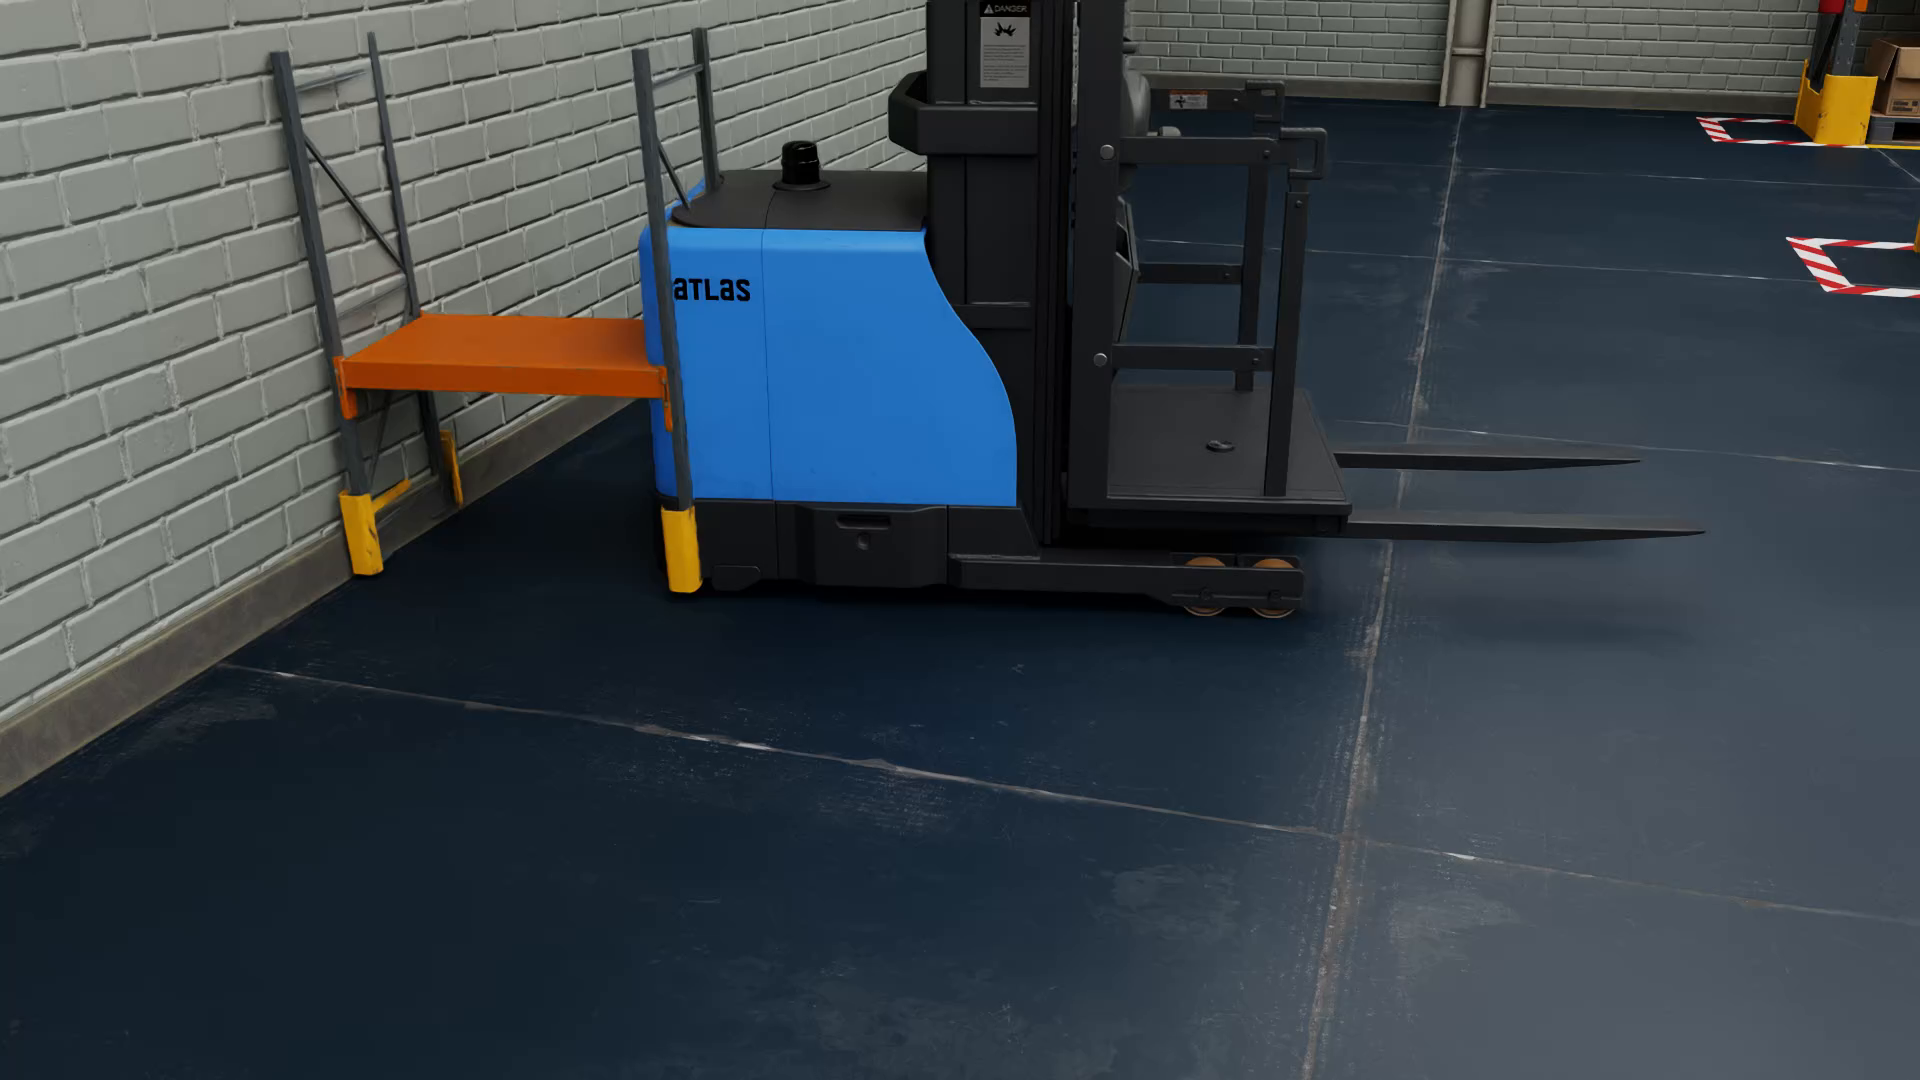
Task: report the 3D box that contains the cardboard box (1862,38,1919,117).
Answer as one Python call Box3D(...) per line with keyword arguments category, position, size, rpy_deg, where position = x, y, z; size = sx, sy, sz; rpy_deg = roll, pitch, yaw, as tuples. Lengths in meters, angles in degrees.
Box3D(category="cardboard box", position=(7.284, -3.519, 12.633), size=(0.637, 0.503, 0.797), rpy_deg=(6, 23, 13))

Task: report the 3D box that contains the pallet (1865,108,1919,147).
Box3D(category="pallet", position=(7.562, -3.196, 12.783), size=(1.213, 0.211, 1.003), rpy_deg=(7, 23, 16))

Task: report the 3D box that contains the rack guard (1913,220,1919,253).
Box3D(category="rack guard", position=(5.272, -1.624, 8.570), size=(0.348, 0.500, 1.175), rpy_deg=(7, 23, 16))

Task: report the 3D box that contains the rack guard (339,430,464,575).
Box3D(category="rack guard", position=(-1.727, -0.126, 5.172), size=(0.087, 0.250, 0.587), rpy_deg=(3, 24, 11))

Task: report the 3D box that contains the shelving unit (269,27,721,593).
Box3D(category="shelving unit", position=(-1.257, -0.677, 4.833), size=(1.083, 1.500, 0.587), rpy_deg=(3, 24, 11))

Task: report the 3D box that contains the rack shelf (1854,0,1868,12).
Box3D(category="rack shelf", position=(8.640, -4.029, 12.089), size=(4.000, 0.370, 1.077), rpy_deg=(7, 23, 16))

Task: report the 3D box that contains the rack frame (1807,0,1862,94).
Box3D(category="rack frame", position=(6.725, -4.581, 12.487), size=(0.127, 3.000, 1.000), rpy_deg=(7, 23, 16))

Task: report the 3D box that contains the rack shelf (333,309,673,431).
Box3D(category="rack shelf", position=(-1.243, -0.511, 4.902), size=(1.000, 0.185, 0.538), rpy_deg=(3, 24, 11))

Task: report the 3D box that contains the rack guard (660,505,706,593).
Box3D(category="rack guard", position=(-0.750, -0.079, 4.986), size=(0.087, 0.250, 0.587), rpy_deg=(3, 24, 11))

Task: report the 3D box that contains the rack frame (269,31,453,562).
Box3D(category="rack frame", position=(-1.747, -0.700, 4.927), size=(0.032, 1.500, 0.500), rpy_deg=(3, 24, 11))

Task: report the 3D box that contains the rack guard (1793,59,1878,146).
Box3D(category="rack guard", position=(6.798, -3.417, 12.941), size=(0.348, 0.500, 1.175), rpy_deg=(7, 23, 16))

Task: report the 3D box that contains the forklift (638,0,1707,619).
Box3D(category="forklift", position=(0.646, -1.343, 4.681), size=(3.031, 2.935, 1.130), rpy_deg=(2, 22, 4))

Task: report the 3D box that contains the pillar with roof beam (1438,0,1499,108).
Box3D(category="pillar with roof beam", position=(3.161, -6.416, 9.054), size=(0.400, 9.000, 9.100), rpy_deg=(7, 23, 16))

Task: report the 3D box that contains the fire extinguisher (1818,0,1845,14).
Box3D(category="fire extinguisher", position=(6.451, -4.221, 12.202), size=(0.183, 0.674, 0.296), rpy_deg=(7, 23, 16))

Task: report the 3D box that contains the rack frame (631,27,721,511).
Box3D(category="rack frame", position=(-0.750, -0.652, 4.736), size=(0.032, 1.500, 0.500), rpy_deg=(3, 24, 11))
